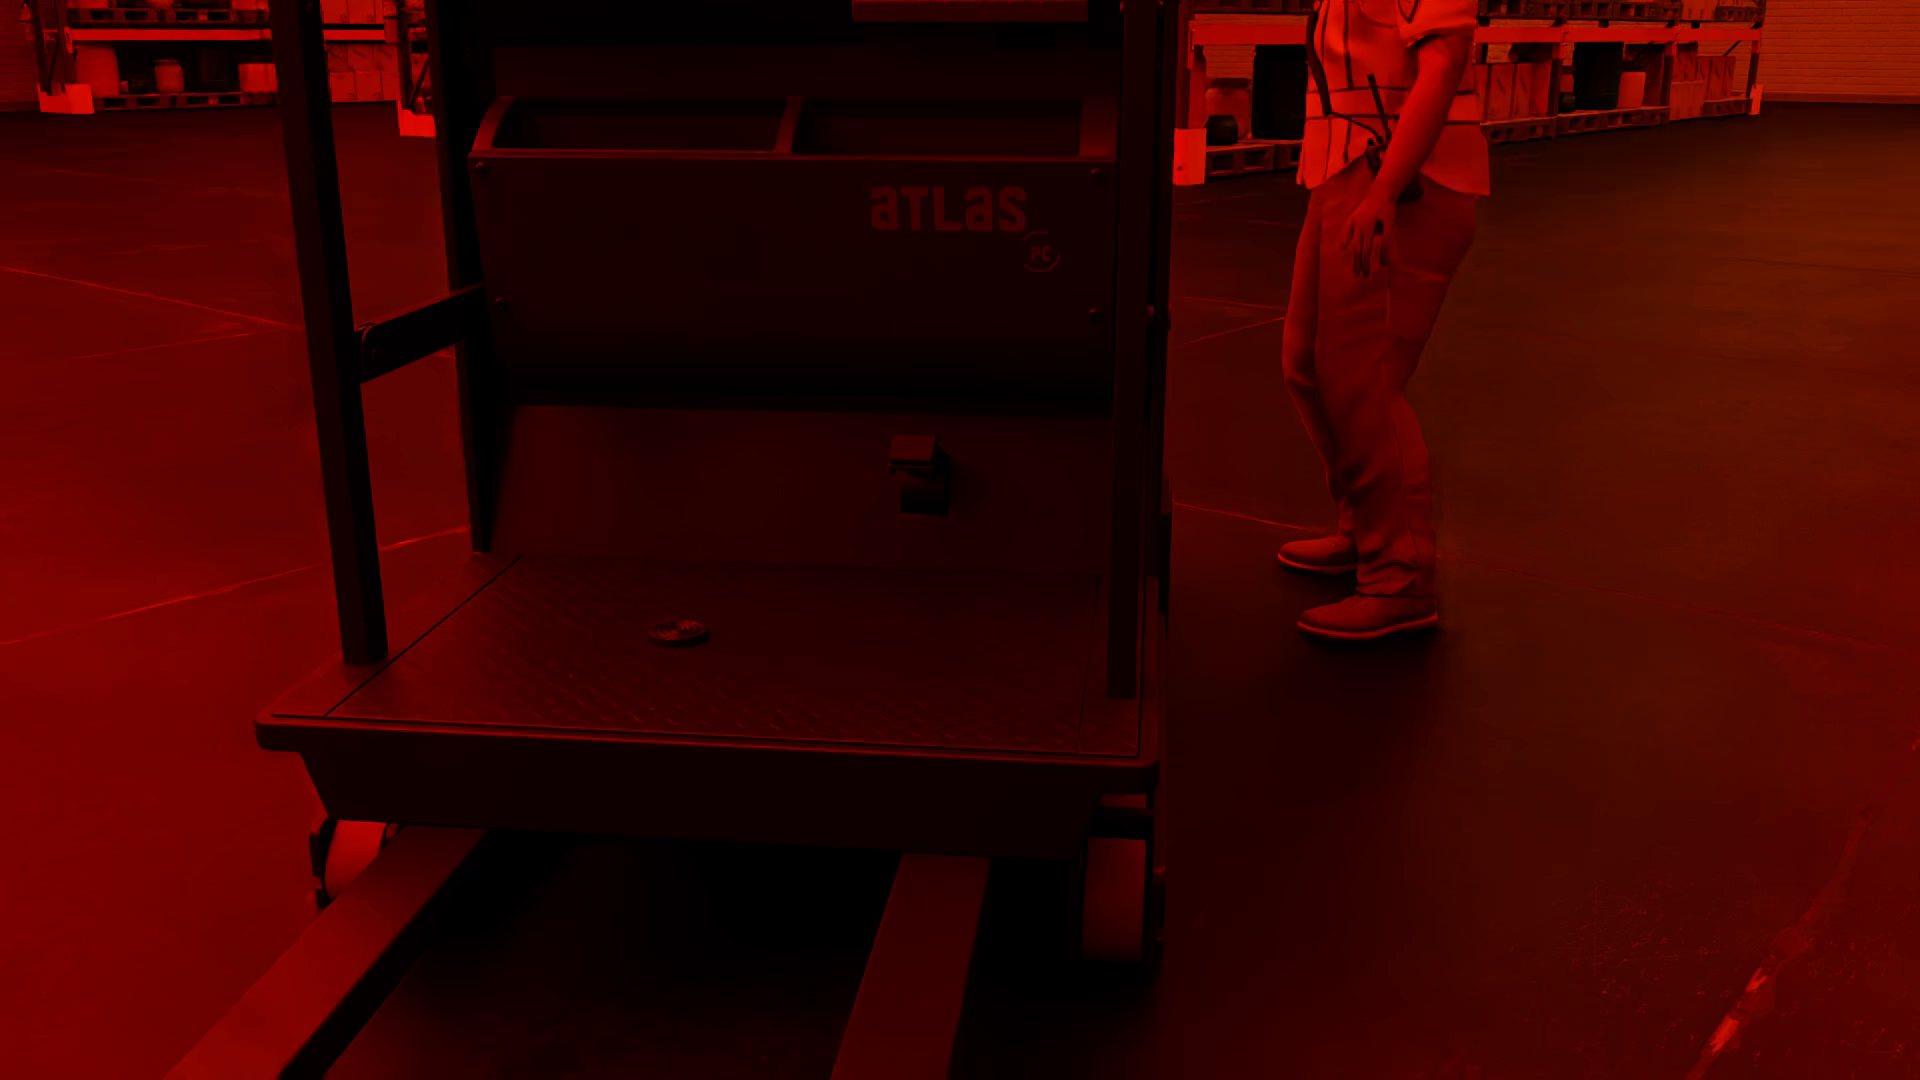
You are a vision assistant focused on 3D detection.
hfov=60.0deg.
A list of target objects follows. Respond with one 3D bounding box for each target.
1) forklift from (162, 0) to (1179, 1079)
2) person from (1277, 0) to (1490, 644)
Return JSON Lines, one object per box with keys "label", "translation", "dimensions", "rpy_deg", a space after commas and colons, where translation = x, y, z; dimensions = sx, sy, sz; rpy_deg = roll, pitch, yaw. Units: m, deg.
{"label": "forklift", "translation": [-0.260, -0.961, 2.063], "dimensions": [1.130, 2.935, 3.031], "rpy_deg": [2, 17, 6]}
{"label": "person", "translation": [0.838, -0.679, 3.358], "dimensions": [0.426, 1.643, 0.723], "rpy_deg": [1, 17, 4]}
